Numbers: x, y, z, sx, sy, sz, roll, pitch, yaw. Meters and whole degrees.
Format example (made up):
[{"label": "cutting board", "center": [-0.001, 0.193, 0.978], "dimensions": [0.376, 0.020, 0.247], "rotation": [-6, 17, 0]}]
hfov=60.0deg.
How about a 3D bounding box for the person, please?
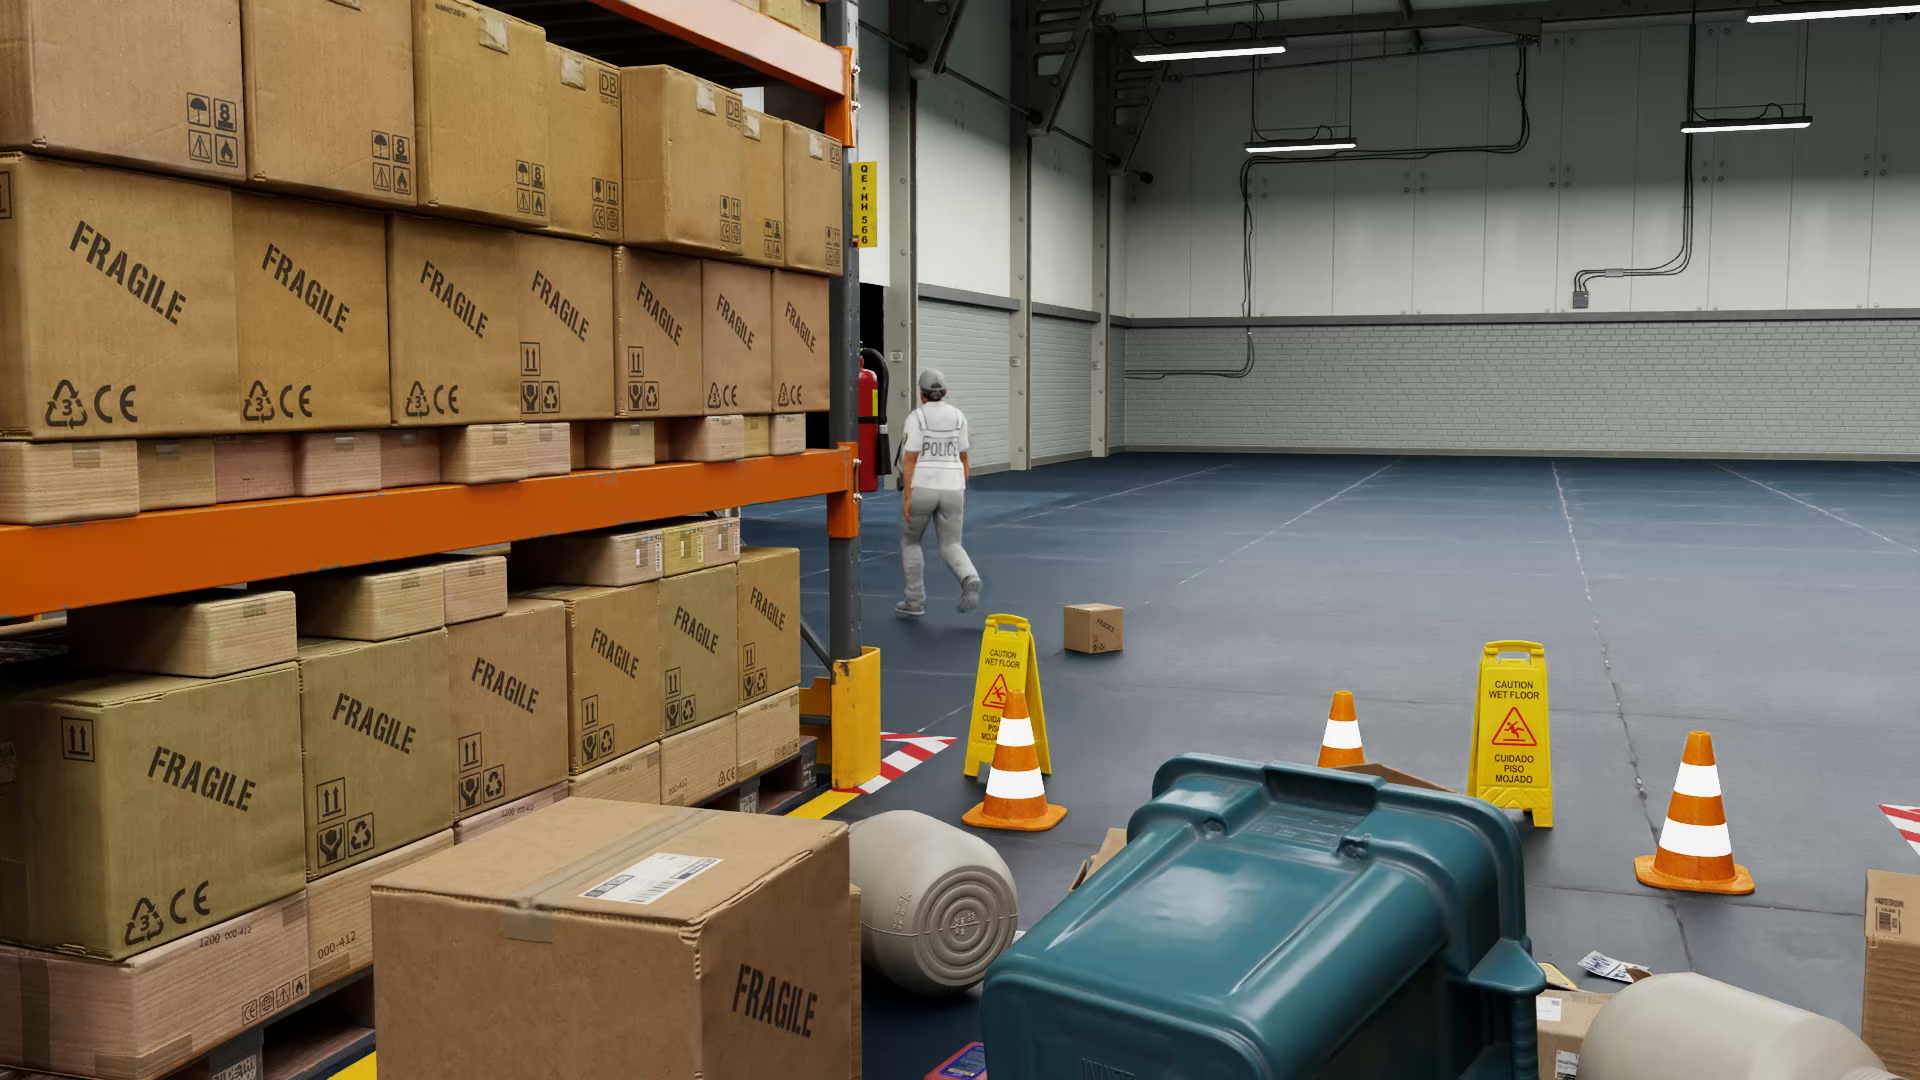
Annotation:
[{"label": "person", "center": [-0.151, -0.302, 10.851], "dimensions": [0.501, 1.626, 0.790], "rotation": [-2, 6, -25]}]
